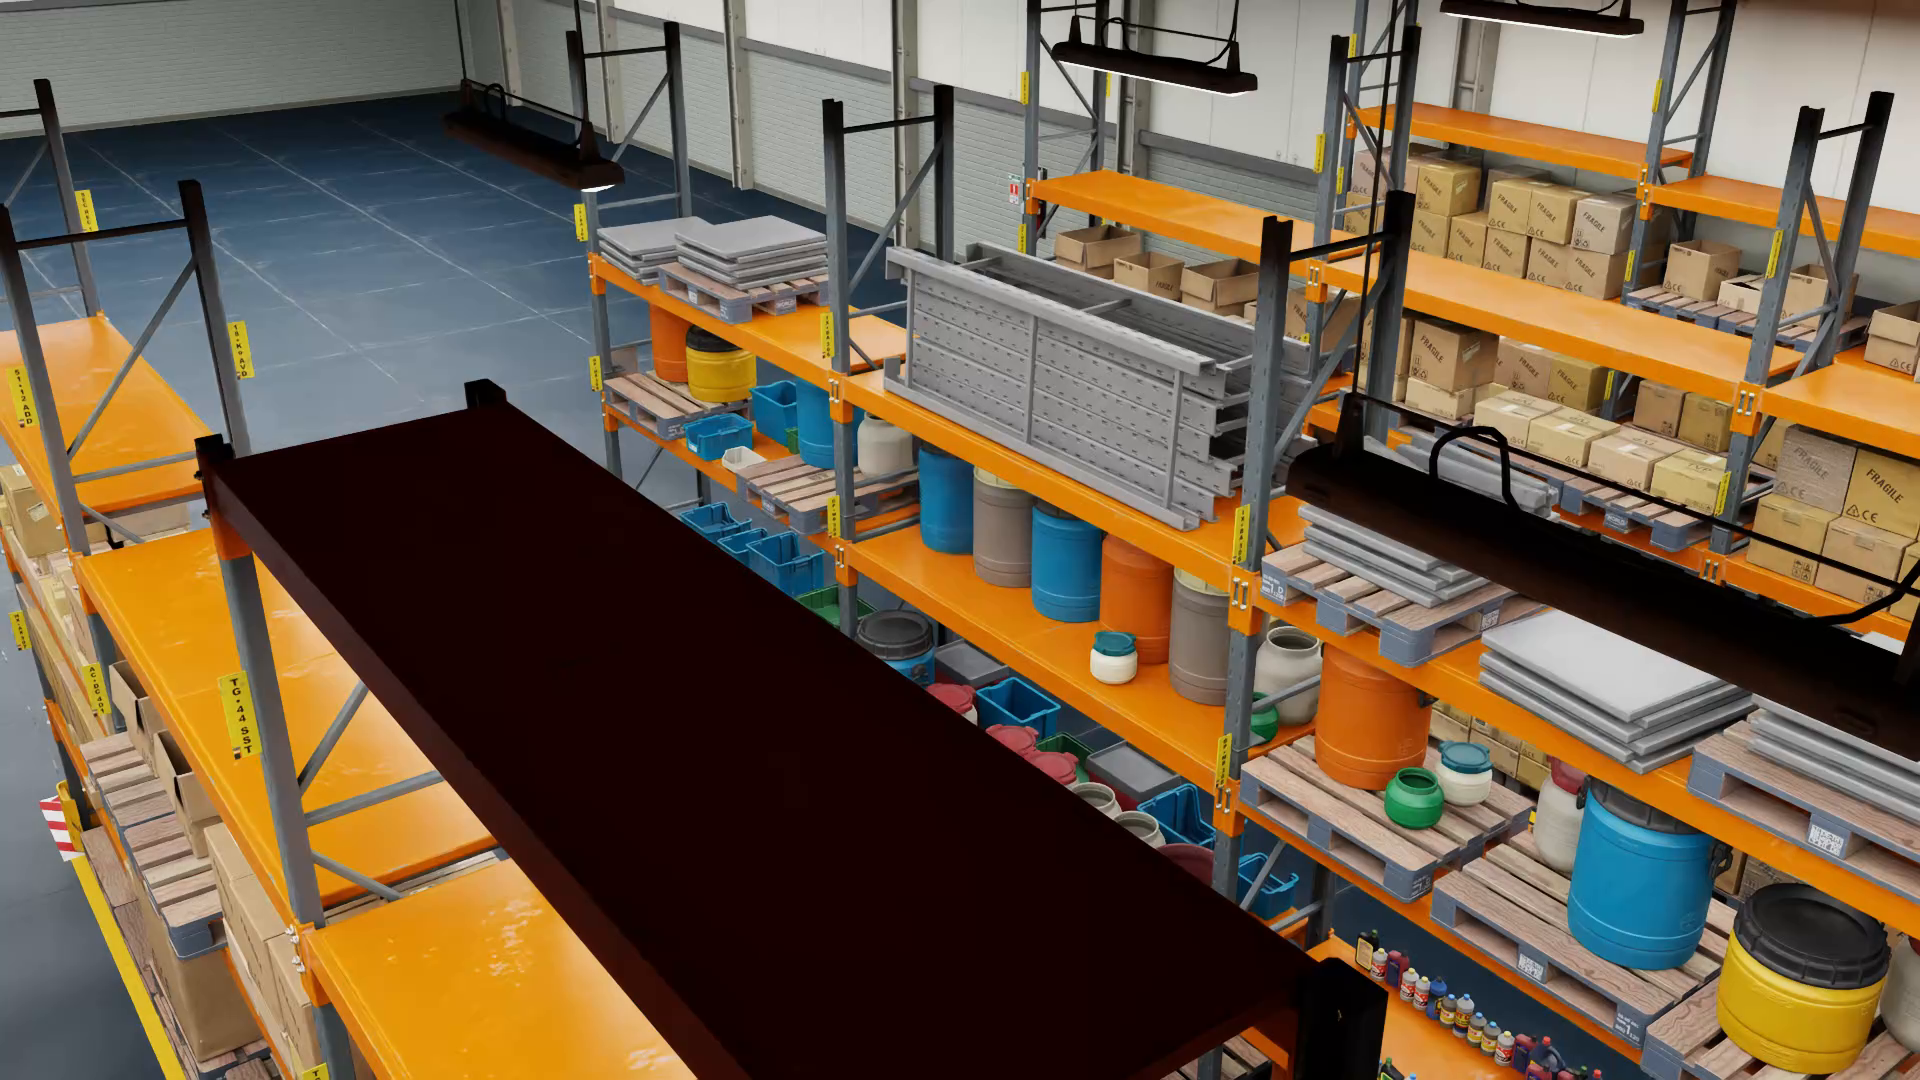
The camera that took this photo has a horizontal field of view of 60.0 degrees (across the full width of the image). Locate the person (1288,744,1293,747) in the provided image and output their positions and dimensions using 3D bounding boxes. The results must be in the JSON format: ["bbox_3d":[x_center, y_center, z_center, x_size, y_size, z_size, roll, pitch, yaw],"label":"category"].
[{"bbox_3d":[2.977,1.621,13.388,1.079,1.705,0.638,22,33,39],"label":"person"}]
